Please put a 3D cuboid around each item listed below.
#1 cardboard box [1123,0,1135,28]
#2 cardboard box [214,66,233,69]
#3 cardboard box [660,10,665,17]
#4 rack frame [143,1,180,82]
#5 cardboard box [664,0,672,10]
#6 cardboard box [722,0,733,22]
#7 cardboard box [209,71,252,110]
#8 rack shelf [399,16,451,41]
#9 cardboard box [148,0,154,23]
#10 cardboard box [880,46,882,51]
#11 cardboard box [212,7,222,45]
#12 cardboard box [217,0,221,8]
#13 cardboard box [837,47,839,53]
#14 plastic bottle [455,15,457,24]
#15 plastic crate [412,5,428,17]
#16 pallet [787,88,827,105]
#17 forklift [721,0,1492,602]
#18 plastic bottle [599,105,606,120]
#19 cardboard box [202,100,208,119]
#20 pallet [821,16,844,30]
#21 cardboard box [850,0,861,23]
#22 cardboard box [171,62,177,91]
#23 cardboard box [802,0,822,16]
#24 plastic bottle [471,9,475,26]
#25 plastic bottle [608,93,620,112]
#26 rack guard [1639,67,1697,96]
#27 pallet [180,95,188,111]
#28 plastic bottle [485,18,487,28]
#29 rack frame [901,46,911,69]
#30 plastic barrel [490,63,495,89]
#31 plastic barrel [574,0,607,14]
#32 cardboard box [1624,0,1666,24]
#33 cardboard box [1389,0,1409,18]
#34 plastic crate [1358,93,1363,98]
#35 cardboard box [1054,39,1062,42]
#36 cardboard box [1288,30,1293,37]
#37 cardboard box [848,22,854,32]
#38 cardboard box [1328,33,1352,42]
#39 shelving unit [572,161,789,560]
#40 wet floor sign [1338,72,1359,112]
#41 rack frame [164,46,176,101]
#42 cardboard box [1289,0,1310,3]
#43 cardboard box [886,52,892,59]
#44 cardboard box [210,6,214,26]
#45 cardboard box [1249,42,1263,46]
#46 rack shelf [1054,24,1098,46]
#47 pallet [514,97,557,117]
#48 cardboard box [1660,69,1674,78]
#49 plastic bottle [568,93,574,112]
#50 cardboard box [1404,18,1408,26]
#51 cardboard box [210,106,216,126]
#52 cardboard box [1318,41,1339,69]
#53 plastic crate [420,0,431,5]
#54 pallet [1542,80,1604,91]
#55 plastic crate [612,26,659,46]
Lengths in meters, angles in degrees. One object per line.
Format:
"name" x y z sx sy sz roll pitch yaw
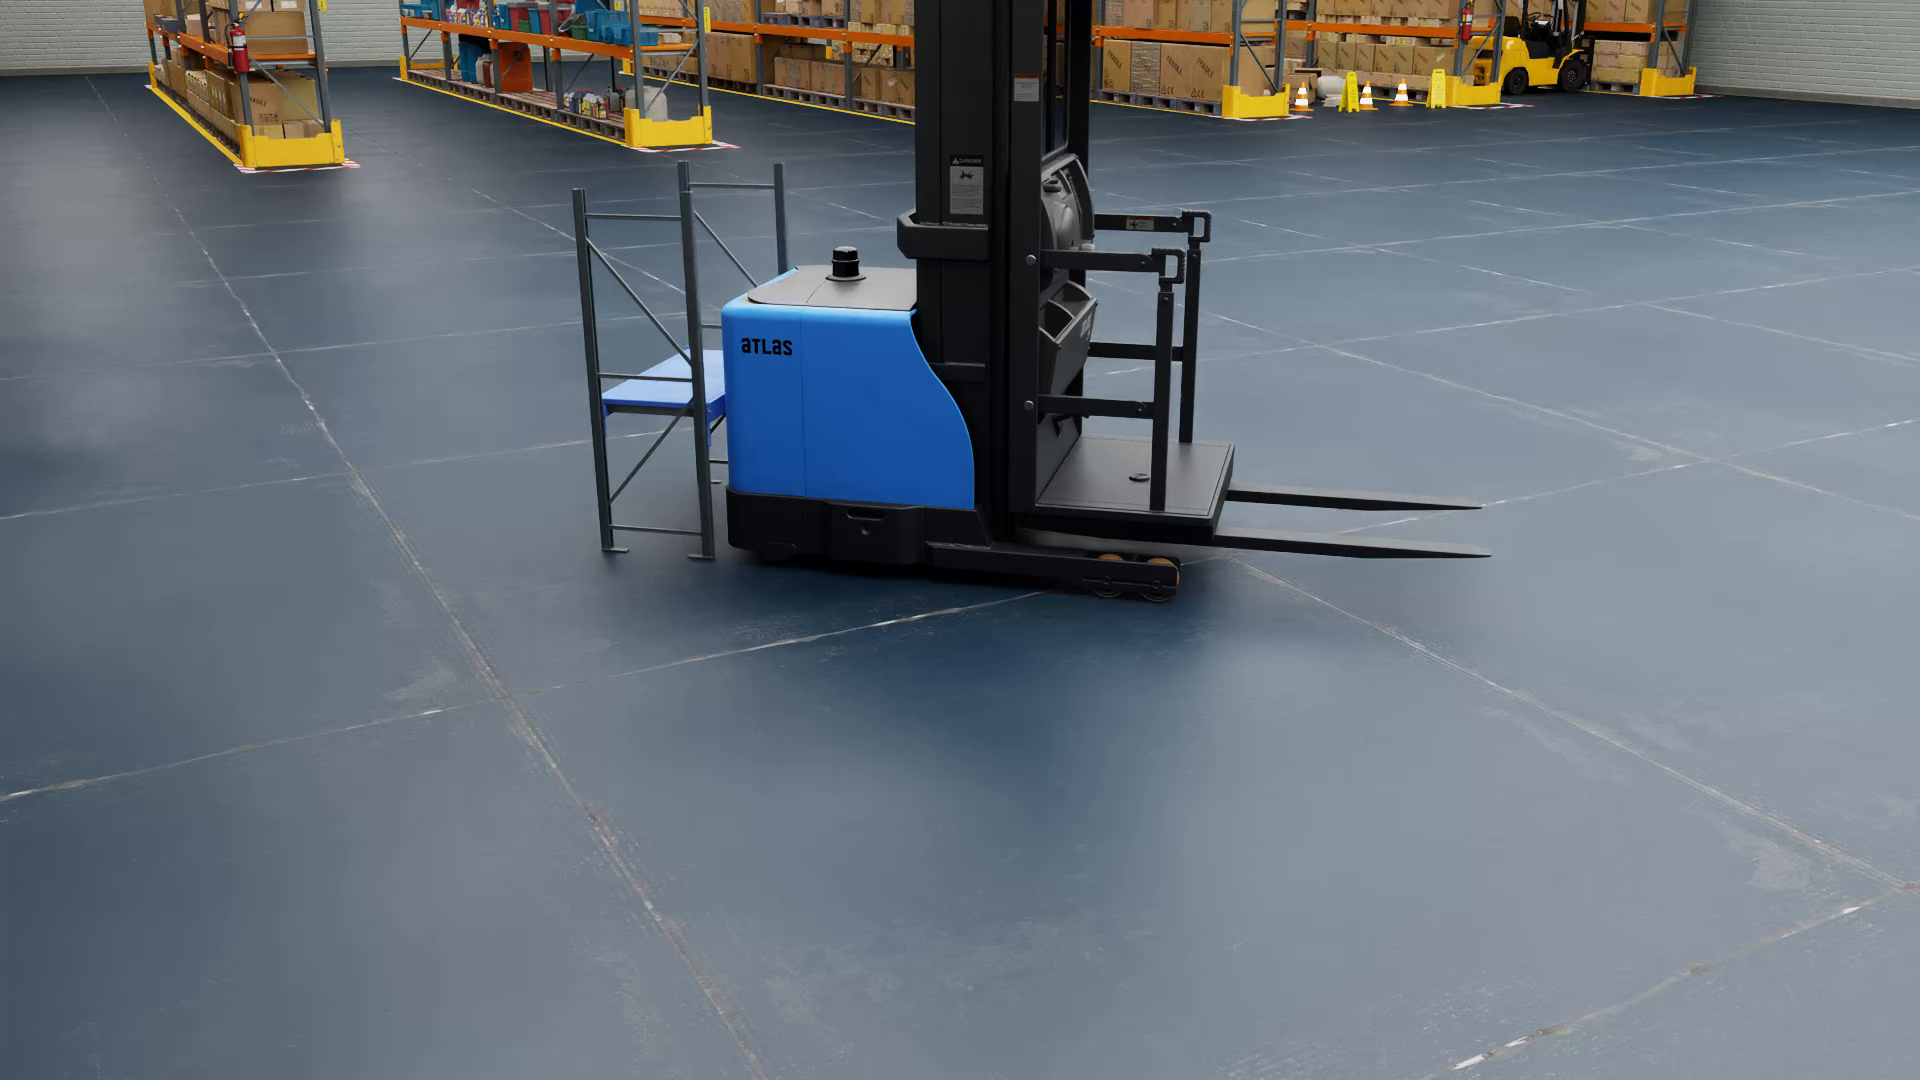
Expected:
"cardboard box" 3.399 -9.343 29.378 0.875 0.550 0.550 -10 21 -27
"cardboard box" -12.319 -7.757 28.169 0.500 0.500 0.500 -11 22 -29
"cardboard box" -6.202 -11.301 35.668 0.380 0.149 0.250 -10 21 -26
"rack frame" -15.899 -10.702 33.549 1.000 3.000 0.127 -10 21 -27
"cardboard box" -5.968 -11.392 35.320 0.500 0.250 0.500 -9 21 -25
"cardboard box" -4.314 -10.382 32.468 0.500 0.500 0.500 -11 22 -28
"cardboard box" -10.012 -6.187 22.884 0.500 0.500 0.500 -10 21 -27
"rack shelf" -10.588 -10.554 34.223 1.077 0.370 4.000 -10 21 -27
"cardboard box" -15.199 -10.146 31.783 0.500 0.500 0.500 -10 21 -26
"cardboard box" -1.600 -11.245 37.935 0.380 0.149 0.250 -9 21 -25
"cardboard box" -9.985 -7.178 23.183 0.700 0.500 0.500 -11 22 -28
"cardboard box" -9.628 -7.135 22.063 0.380 0.149 0.250 -11 22 -28
"cardboard box" -2.743 -11.776 39.932 0.380 0.149 0.250 -9 21 -24
"plastic bottle" -9.457 -9.836 31.343 0.097 0.201 0.097 0 19 0
"plastic crate" -11.085 -10.918 34.338 0.416 0.233 0.300 -10 21 -27
"pallet" -2.435 -8.047 30.127 1.003 0.211 1.213 -10 21 -27
"forklift" 0.613 -1.337 6.514 3.031 2.935 1.130 4 20 13
"plastic bottle" -5.198 -6.220 24.174 0.097 0.201 0.097 0 19 0
"cardboard box" -10.892 -6.376 24.582 0.500 0.250 0.500 -10 22 -27
"pallet" -1.716 -8.942 28.742 1.003 0.211 1.213 -10 21 -27
"cardboard box" -1.322 -8.840 27.542 0.875 0.500 0.500 -10 21 -27
"cardboard box" -13.721 -8.252 29.606 0.500 0.500 0.500 -10 21 -26
"cardboard box" -2.385 -9.522 29.325 0.797 0.503 0.637 -8 20 -21
"plastic bottle" -8.850 -9.495 30.229 0.061 0.283 0.133 -10 21 -27
"plastic bottle" -5.308 -6.719 25.505 0.152 0.276 0.135 -10 21 -27
"rack guard" 13.518 -8.759 31.749 1.175 0.500 0.348 -10 21 -27
"pallet" -12.997 -7.658 29.000 1.003 0.211 1.213 -10 21 -27
"plastic bottle" -8.346 -9.164 29.395 0.097 0.201 0.097 0 19 0
"rack frame" -0.867 -11.827 36.807 1.000 3.000 0.127 -10 21 -27
"plastic barrel" -8.333 -8.481 30.280 0.421 0.512 0.421 0 19 0
"plastic barrel" -5.757 -8.419 26.162 0.600 0.901 0.708 -10 21 -27
"cardboard box" 13.042 -10.095 31.636 0.500 0.500 0.500 -11 22 -28
"cardboard box" 8.171 -9.767 30.229 0.500 0.500 0.500 -10 21 -27
"plastic crate" 7.264 -8.368 31.260 0.583 0.080 0.402 16 25 39
"cardboard box" 1.661 -9.374 32.505 1.050 0.750 0.750 -10 21 -26
"cardboard box" 8.218 -12.356 40.534 0.380 0.149 0.250 -10 22 -28
"cardboard box" -1.644 -8.564 27.736 0.380 0.149 0.250 -10 21 -27
"cardboard box" 7.290 -9.629 31.867 0.380 0.149 0.250 -10 21 -26
"shelving unit" -1.141 -0.811 7.176 0.538 1.500 1.048 4 20 14
"wet floor sign" 6.588 -7.567 28.073 0.267 0.644 0.232 -14 24 -36
"rack frame" -14.000 -9.554 30.221 1.000 3.000 0.127 -10 21 -27
"cardboard box" 6.819 -10.809 32.606 0.500 0.500 0.500 -10 22 -28
"cardboard box" -1.436 -10.935 37.494 0.380 0.149 0.250 -11 22 -29
"cardboard box" -10.801 -7.679 24.634 0.500 0.500 0.500 -8 21 -23
"cardboard box" 7.702 -12.546 42.370 0.500 0.311 0.500 -9 21 -25
"rack shelf" 1.982 -9.764 31.933 1.077 0.370 4.000 -10 21 -27
"pallet" -6.830 -7.276 27.893 1.003 0.211 1.213 -10 21 -27
"cardboard box" 13.445 -9.018 32.238 0.500 0.250 0.500 -10 21 -26
"plastic bottle" -5.897 -6.696 25.440 0.152 0.276 0.135 -9 21 -25
"cardboard box" 8.306 -9.430 30.247 0.380 0.149 0.250 -10 21 -26
"cardboard box" -10.248 -5.976 23.424 0.500 0.250 0.500 -10 21 -27
"cardboard box" 7.283 -9.368 32.103 0.500 0.500 0.500 -9 21 -24
"plastic crate" -11.215 -11.446 35.559 0.616 0.435 0.499 -10 21 -27
"pallet" 12.531 -9.192 33.447 1.003 0.211 1.213 -10 21 -27
"plastic crate" -4.441 -6.903 22.765 0.499 0.251 0.616 -10 21 -27
